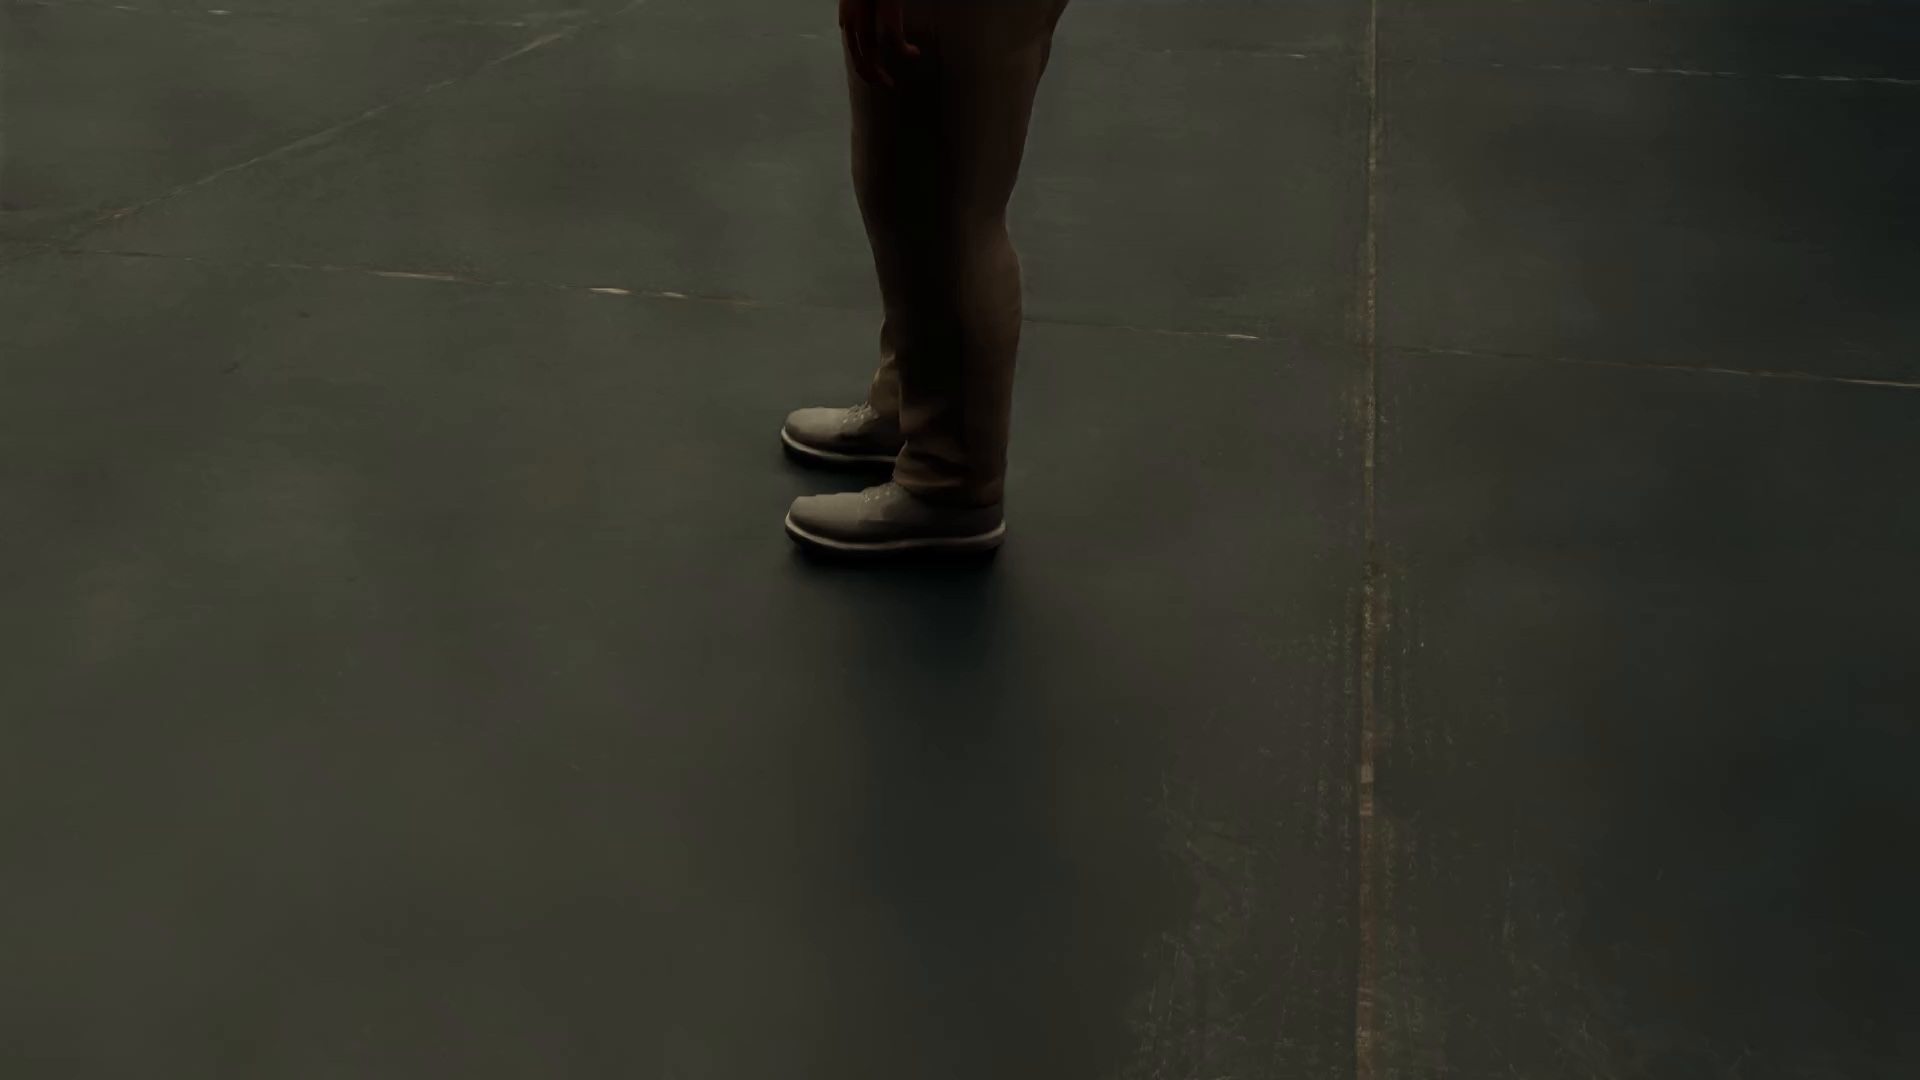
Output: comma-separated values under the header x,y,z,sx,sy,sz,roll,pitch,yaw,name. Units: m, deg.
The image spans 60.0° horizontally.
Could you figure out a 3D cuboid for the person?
x,y,z,sx,sy,sz,roll,pitch,yaw,name
-0.085,-0.793,2.135,0.550,1.727,0.640,6,27,11,person
